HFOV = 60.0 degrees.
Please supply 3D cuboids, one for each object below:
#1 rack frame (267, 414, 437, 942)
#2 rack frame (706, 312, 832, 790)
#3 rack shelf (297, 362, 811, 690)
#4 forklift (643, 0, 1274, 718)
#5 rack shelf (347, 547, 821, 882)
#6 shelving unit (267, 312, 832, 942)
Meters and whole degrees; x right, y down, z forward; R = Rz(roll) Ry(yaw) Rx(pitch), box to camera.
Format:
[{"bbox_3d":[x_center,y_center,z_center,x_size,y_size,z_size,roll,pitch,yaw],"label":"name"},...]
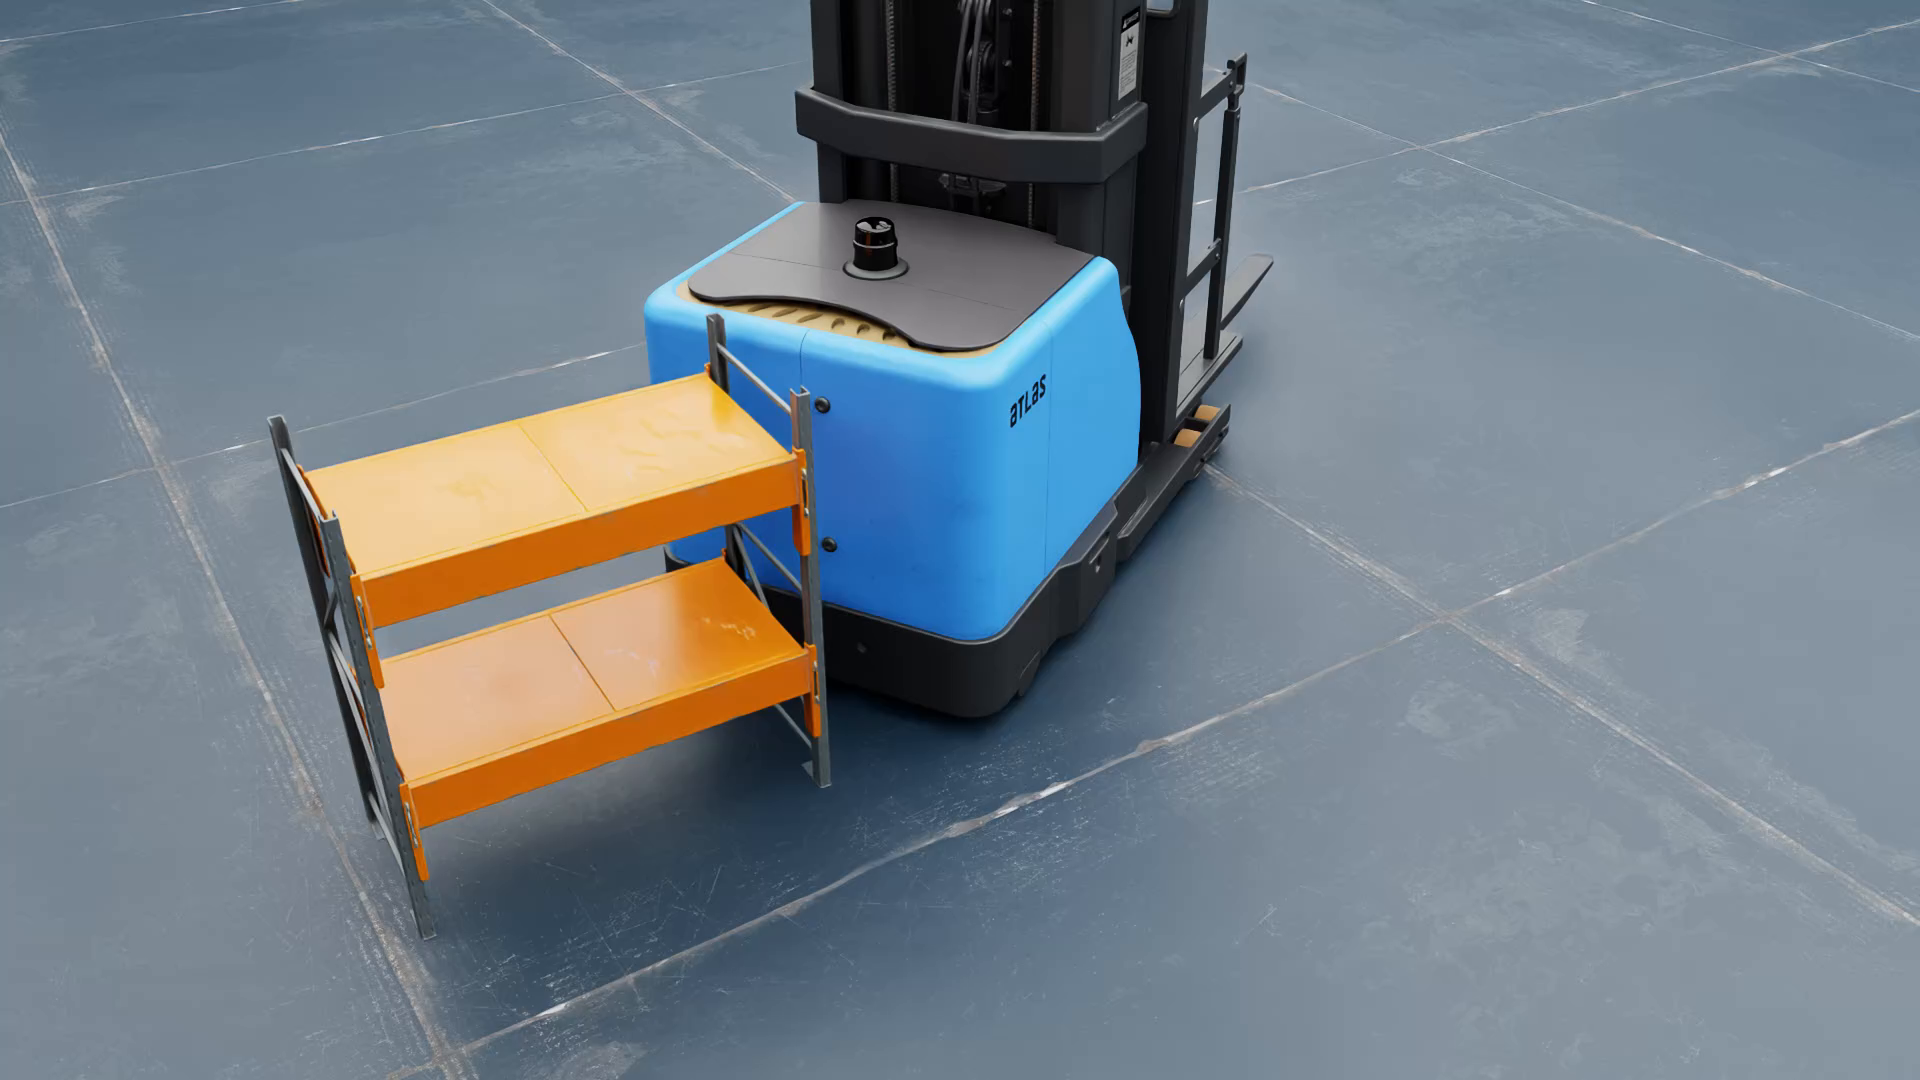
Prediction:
[{"bbox_3d":[-1.341,0.324,3.682,0.032,1.125,0.500,-18,36,-26],"label":"rack frame"},{"bbox_3d":[-0.470,0.043,4.127,0.032,1.125,0.500,-18,36,-26],"label":"rack frame"},{"bbox_3d":[-0.906,-0.064,3.749,1.000,0.278,0.538,-18,36,-26],"label":"rack shelf"},{"bbox_3d":[0.278,-1.539,4.943,1.130,2.935,3.031,15,35,22],"label":"forklift"},{"bbox_3d":[-0.906,0.390,4.035,1.000,0.278,0.538,-18,36,-26],"label":"rack shelf"},{"bbox_3d":[-0.906,0.184,3.905,1.048,1.125,0.538,-18,36,-26],"label":"shelving unit"}]
